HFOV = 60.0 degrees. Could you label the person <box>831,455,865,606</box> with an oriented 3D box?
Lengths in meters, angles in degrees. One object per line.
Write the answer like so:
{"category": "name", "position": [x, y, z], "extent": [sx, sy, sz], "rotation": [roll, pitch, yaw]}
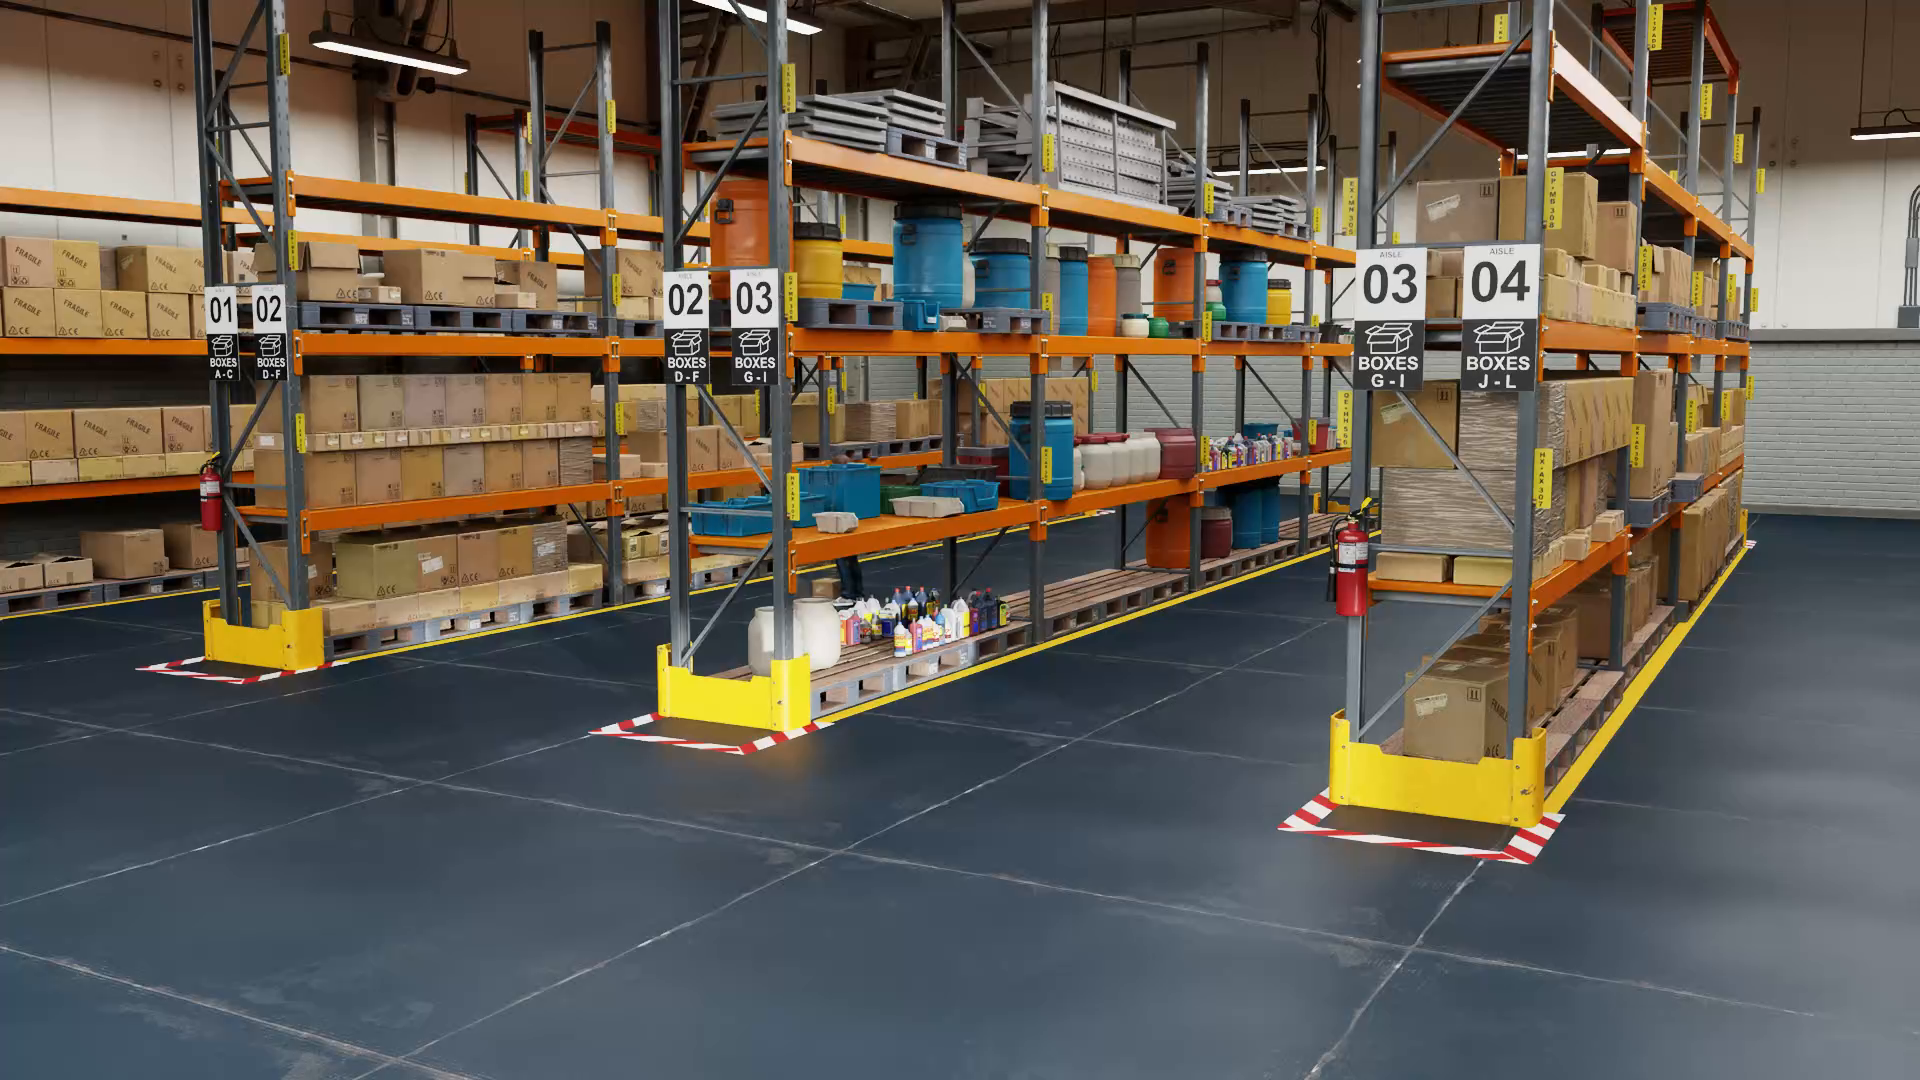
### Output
{"category": "person", "position": [-1.178, -0.081, 17.540], "extent": [0.346, 1.546, 0.475], "rotation": [3, 7, 25]}
